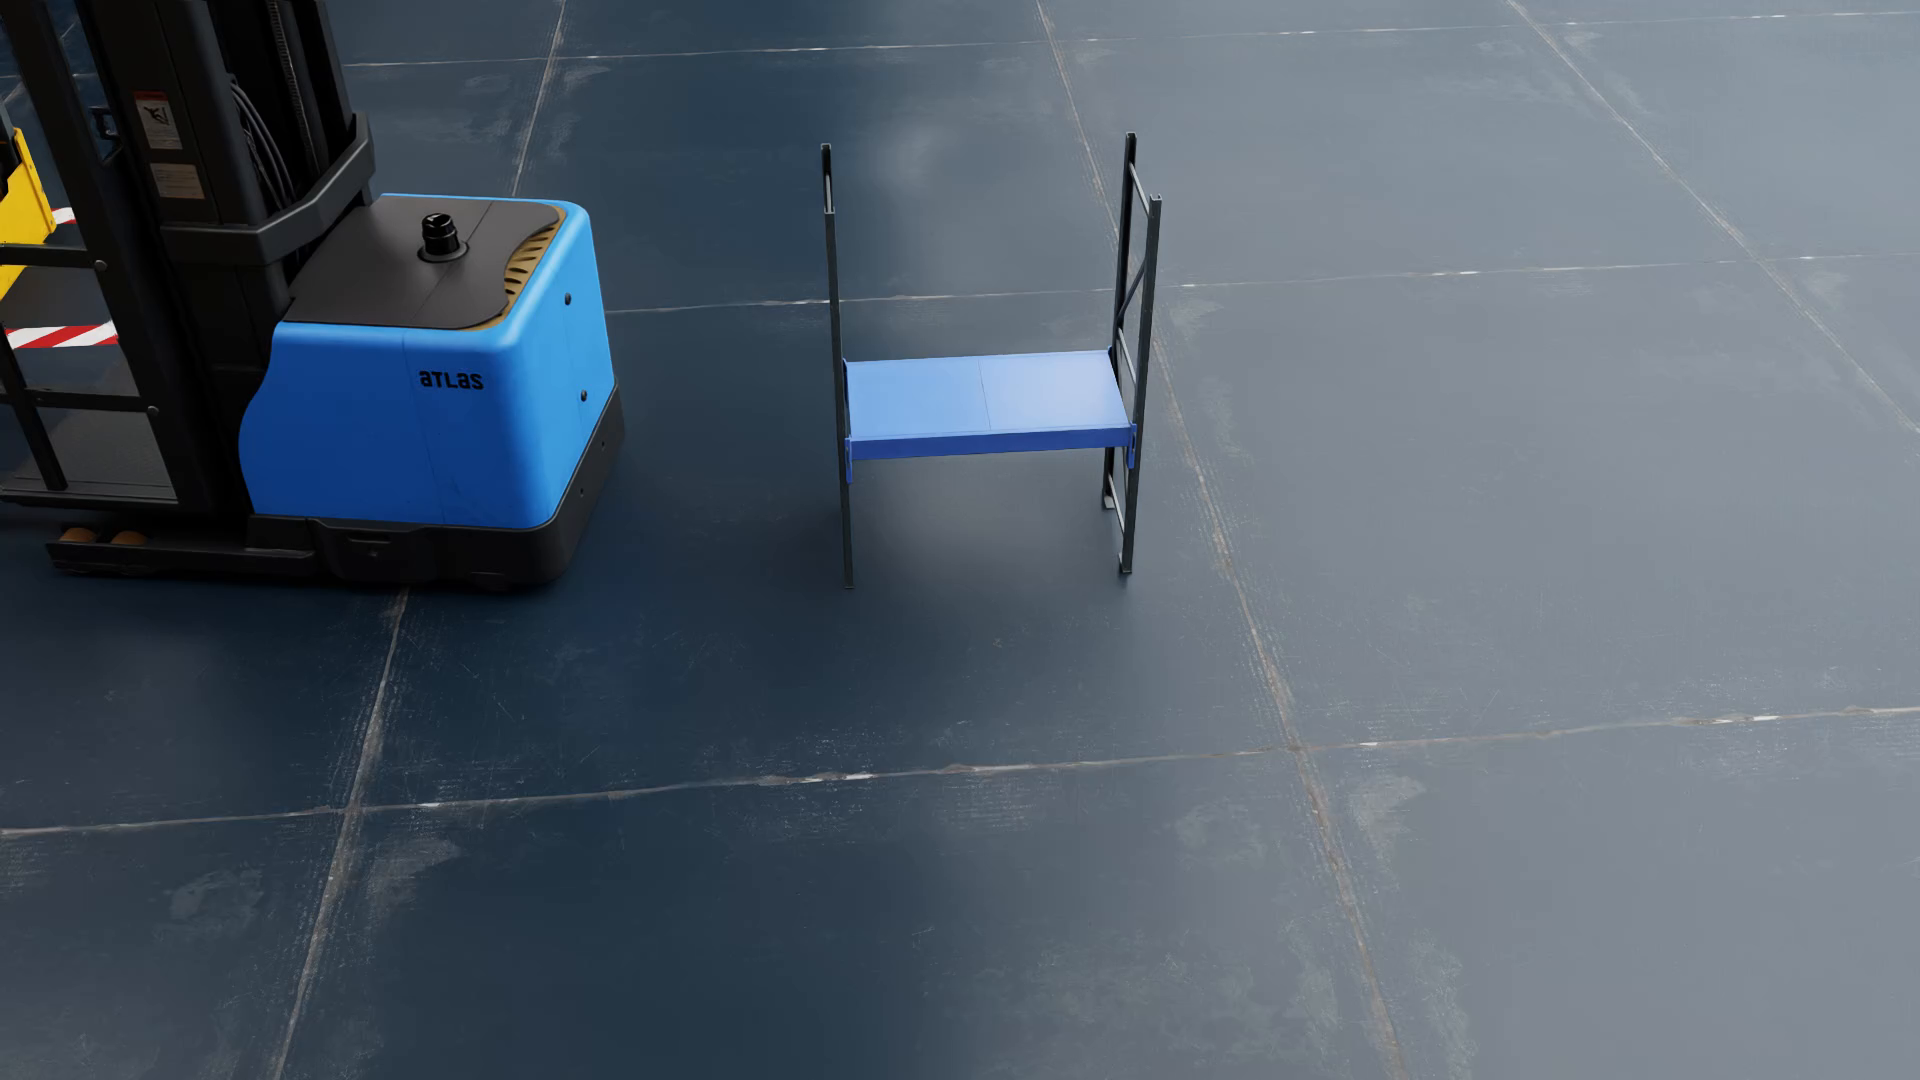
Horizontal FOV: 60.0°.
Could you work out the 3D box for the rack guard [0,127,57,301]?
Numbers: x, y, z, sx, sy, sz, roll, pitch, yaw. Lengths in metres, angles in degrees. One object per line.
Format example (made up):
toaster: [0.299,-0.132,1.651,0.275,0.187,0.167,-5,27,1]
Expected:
rack guard: [-4.585,-1.408,7.631,0.348,0.500,1.175,-3,38,-4]

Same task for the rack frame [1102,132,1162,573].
rack frame: [0.591,-0.621,5.827,0.032,1.500,0.500,-3,38,-4]

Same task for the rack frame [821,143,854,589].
rack frame: [-0.421,-0.566,5.756,0.032,1.500,0.500,-3,38,-4]

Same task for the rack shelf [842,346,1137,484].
rack shelf: [0.085,-0.452,5.903,1.000,0.185,0.538,-3,38,-4]

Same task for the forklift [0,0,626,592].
forklift: [-2.889,-1.341,5.583,3.031,2.935,1.130,3,38,4]

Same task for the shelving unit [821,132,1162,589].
shelving unit: [0.085,-0.593,5.791,1.048,1.500,0.538,-3,38,-4]

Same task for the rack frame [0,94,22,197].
rack frame: [-4.514,-2.423,6.899,0.127,3.000,1.000,-3,38,-4]
